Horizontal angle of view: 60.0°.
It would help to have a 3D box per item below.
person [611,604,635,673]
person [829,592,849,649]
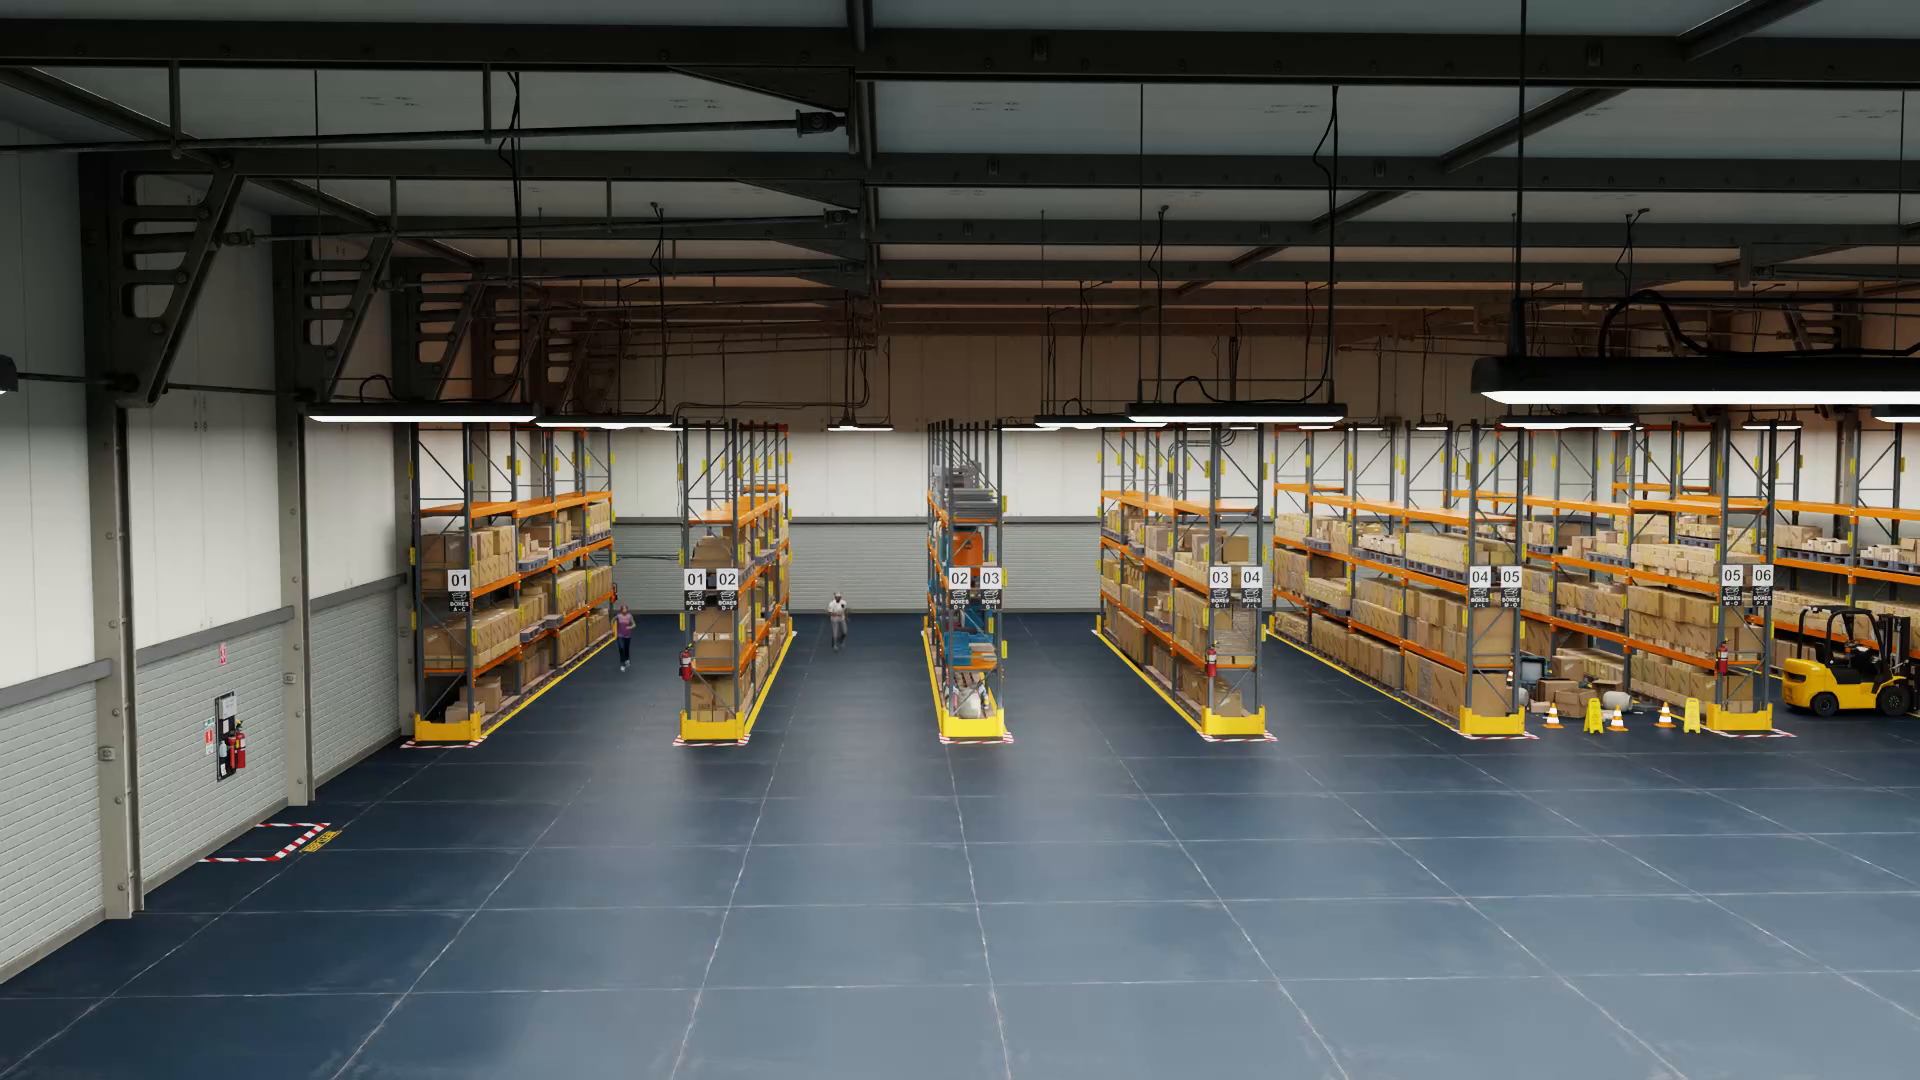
[{"bbox_3d":[-8.128,2.353,40.108,0.553,1.621,0.869,-1,4,-14],"label":"person"},{"bbox_3d":[-3.198,2.126,43.849,0.583,1.581,0.832,-1,4,-18],"label":"person"}]
